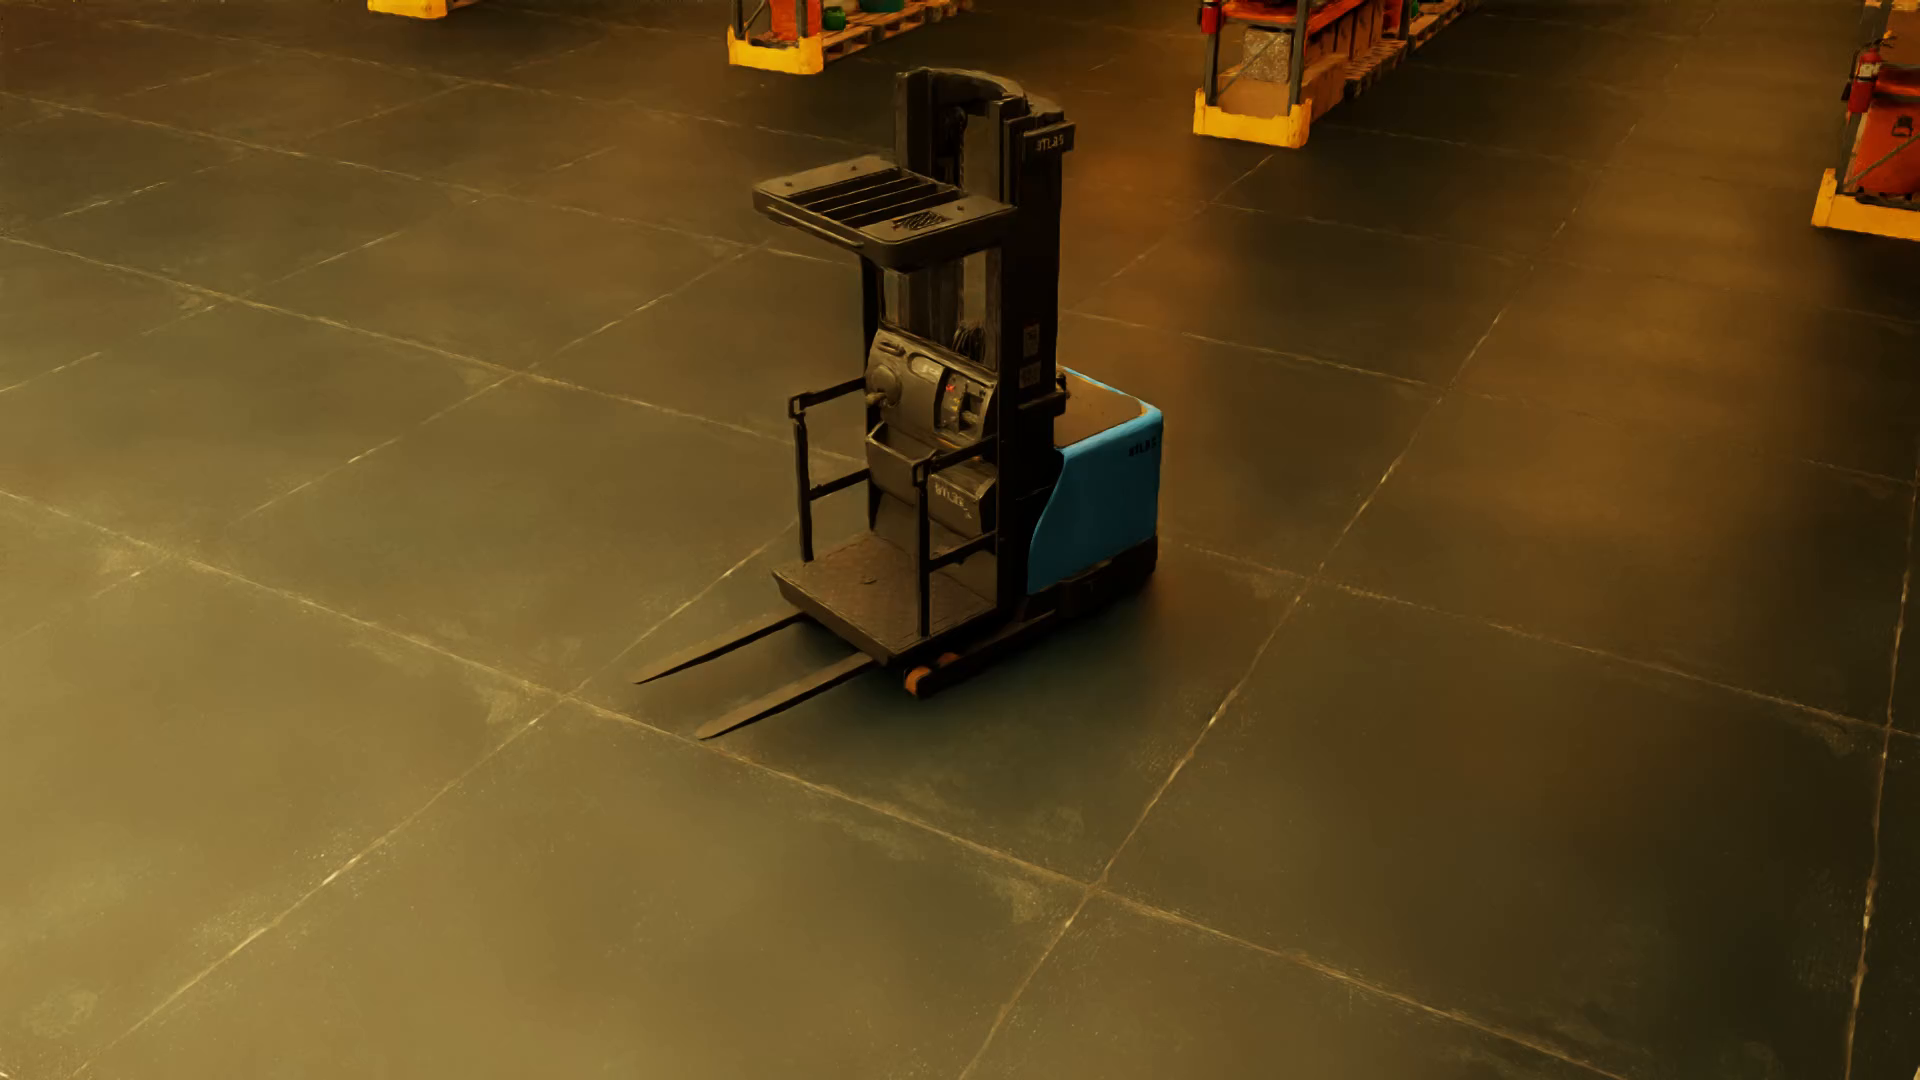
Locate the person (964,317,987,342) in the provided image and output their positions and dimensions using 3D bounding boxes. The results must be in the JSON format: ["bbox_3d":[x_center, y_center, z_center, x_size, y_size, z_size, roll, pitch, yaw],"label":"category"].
[{"bbox_3d":[0.058,-0.499,9.279,0.742,1.423,0.811,-8,31,-14],"label":"person"}]

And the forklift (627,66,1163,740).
[{"bbox_3d":[-0.312,-0.750,8.370,3.031,2.935,1.130,-24,37,-35],"label":"forklift"}]
